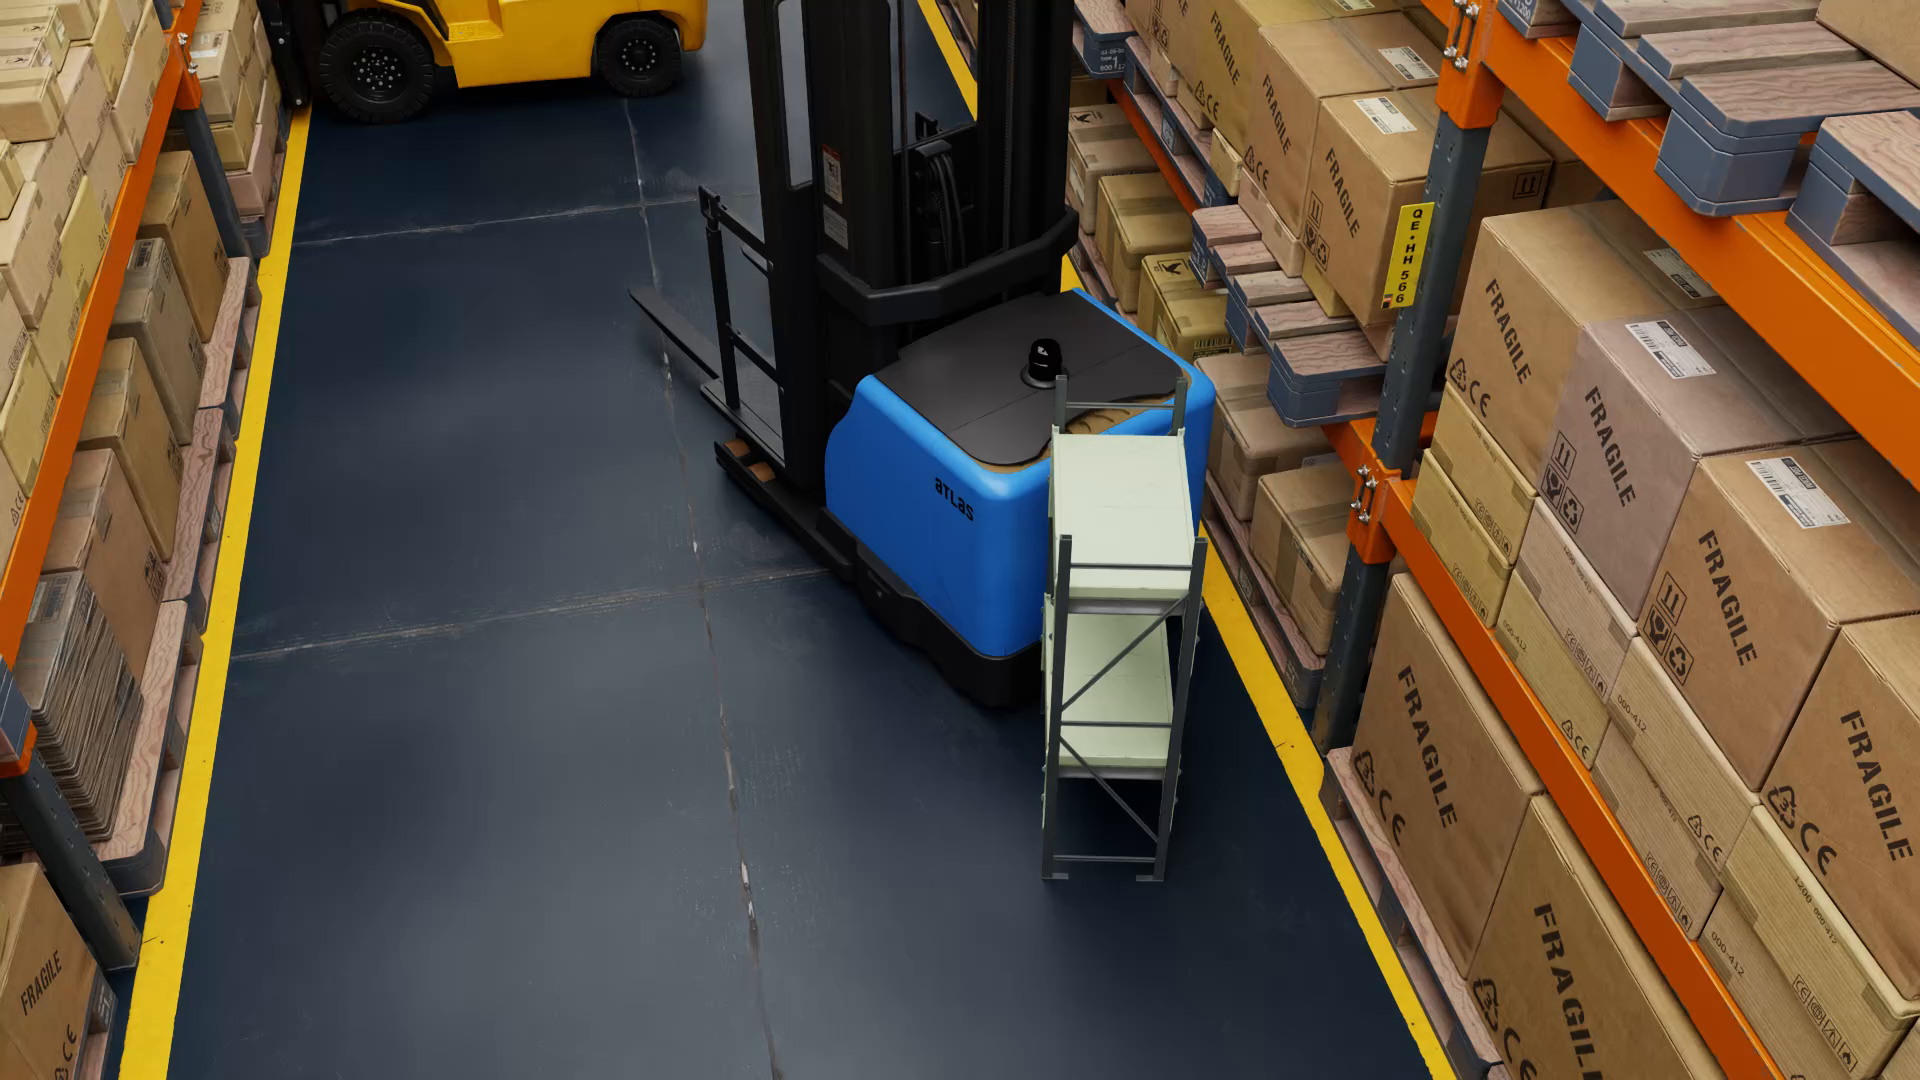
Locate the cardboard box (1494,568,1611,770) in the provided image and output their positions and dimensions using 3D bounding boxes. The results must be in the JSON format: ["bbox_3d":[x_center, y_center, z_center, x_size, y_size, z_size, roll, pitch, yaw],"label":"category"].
[{"bbox_3d":[1.743,0.284,4.283,0.500,0.250,0.500,-9,42,-11],"label":"cardboard box"}]

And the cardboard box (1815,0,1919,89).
[{"bbox_3d":[2.154,-1.157,3.143,0.700,0.500,0.500,-10,43,-11],"label":"cardboard box"}]

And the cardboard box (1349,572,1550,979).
[{"bbox_3d":[1.823,0.642,5.052,0.875,0.875,0.875,-9,42,-10],"label":"cardboard box"}]

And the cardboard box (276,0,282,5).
[{"bbox_3d":[-4.073,-2.989,9.236,0.500,0.250,0.500,-8,42,-9],"label":"cardboard box"}]

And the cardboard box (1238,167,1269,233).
[{"bbox_3d":[1.181,-1.182,5.695,0.380,0.149,0.250,-10,43,-11],"label":"cardboard box"}]

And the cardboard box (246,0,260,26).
[{"bbox_3d":[-3.971,-2.850,8.702,0.500,0.250,0.500,-7,42,-8],"label":"cardboard box"}]

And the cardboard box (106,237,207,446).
[{"bbox_3d":[-3.671,-0.763,6.822,0.875,0.625,0.625,-9,42,-10],"label":"cardboard box"}]

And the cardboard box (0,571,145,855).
[{"bbox_3d":[-3.212,0.583,5.306,0.875,0.625,0.625,-7,42,-8],"label":"cardboard box"}]

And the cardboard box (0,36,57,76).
[{"bbox_3d":[-3.359,-1.601,5.730,0.380,0.149,0.250,-8,42,-9],"label":"cardboard box"}]

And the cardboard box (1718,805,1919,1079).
[{"bbox_3d":[1.926,0.768,3.361,0.500,0.250,0.500,-8,42,-9],"label":"cardboard box"}]

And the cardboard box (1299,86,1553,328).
[{"bbox_3d":[1.386,-1.016,5.019,0.500,0.500,0.500,-9,42,-11],"label":"cardboard box"}]

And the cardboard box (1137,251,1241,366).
[{"bbox_3d":[1.318,-0.967,7.243,0.950,0.372,0.625,-7,42,-8],"label":"cardboard box"}]

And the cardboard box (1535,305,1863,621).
[{"bbox_3d":[1.739,-0.192,3.878,0.500,0.500,0.500,-8,42,-9],"label":"cardboard box"}]

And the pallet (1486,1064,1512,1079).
[{"bbox_3d":[2.112,1.899,4.452,1.003,0.211,1.213,-8,42,-9],"label":"pallet"}]

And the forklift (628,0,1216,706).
[{"bbox_3d":[-0.375,-1.431,6.154,1.130,2.935,3.031,-26,48,-27],"label":"forklift"}]

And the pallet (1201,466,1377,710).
[{"bbox_3d":[1.588,0.081,6.500,1.003,0.211,1.213,-8,42,-9],"label":"pallet"}]

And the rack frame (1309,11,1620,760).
[{"bbox_3d":[1.755,-0.455,5.003,1.000,3.000,0.127,-8,42,-9],"label":"rack frame"}]

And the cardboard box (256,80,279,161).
[{"bbox_3d":[-3.860,-2.151,8.669,0.500,0.250,0.500,-9,42,-10],"label":"cardboard box"}]

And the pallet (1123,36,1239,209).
[{"bbox_3d":[1.288,-1.661,6.506,1.003,0.211,1.213,-8,42,-9],"label":"pallet"}]

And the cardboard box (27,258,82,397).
[{"bbox_3d":[-3.170,-0.668,5.356,0.500,0.250,0.500,-10,42,-11],"label":"cardboard box"}]

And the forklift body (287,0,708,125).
[{"bbox_3d":[-2.627,-3.642,9.233,2.313,2.155,1.214,-8,42,-9],"label":"forklift body"}]

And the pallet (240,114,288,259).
[{"bbox_3d":[-4.085,-1.813,8.634,1.003,0.211,1.213,-8,42,-9],"label":"pallet"}]

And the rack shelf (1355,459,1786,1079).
[{"bbox_3d":[2.187,1.110,3.782,1.077,0.370,4.000,-8,42,-9],"label":"rack shelf"}]

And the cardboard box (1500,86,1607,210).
[{"bbox_3d":[1.884,-1.086,5.098,0.500,0.500,0.500,-9,42,-10],"label":"cardboard box"}]

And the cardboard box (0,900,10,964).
[{"bbox_3d":[-2.737,1.077,4.355,0.380,0.149,0.250,-10,43,-11],"label":"cardboard box"}]

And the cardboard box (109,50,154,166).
[{"bbox_3d":[-3.476,-1.664,6.478,0.500,0.250,0.500,-9,42,-10],"label":"cardboard box"}]

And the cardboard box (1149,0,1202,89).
[{"bbox_3d":[1.036,-2.030,6.162,0.500,0.500,0.500,-10,43,-11],"label":"cardboard box"}]

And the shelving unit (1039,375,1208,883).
[{"bbox_3d":[0.480,0.314,5.267,0.431,1.500,0.755,1,42,1],"label":"shelving unit"}]

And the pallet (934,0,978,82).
[{"bbox_3d":[0.445,-3.228,10.228,1.003,0.211,1.213,-8,42,-9],"label":"pallet"}]

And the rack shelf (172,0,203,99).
[{"bbox_3d":[-4.386,-3.362,8.820,1.077,0.370,4.000,-8,42,-9],"label":"rack shelf"}]

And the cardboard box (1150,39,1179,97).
[{"bbox_3d":[0.957,-1.859,6.458,0.380,0.149,0.250,-7,42,-8],"label":"cardboard box"}]

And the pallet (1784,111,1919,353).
[{"bbox_3d":[2.190,-0.372,2.793,1.003,0.211,1.213,-7,42,-7],"label":"pallet"}]

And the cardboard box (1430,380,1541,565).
[{"bbox_3d":[1.623,-0.222,4.477,0.500,0.250,0.500,-9,42,-10],"label":"cardboard box"}]

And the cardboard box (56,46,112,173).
[{"bbox_3d":[-3.376,-1.519,5.938,0.500,0.250,0.500,-8,42,-8],"label":"cardboard box"}]

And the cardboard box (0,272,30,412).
[{"bbox_3d":[-3.055,-0.520,4.813,0.500,0.250,0.500,-7,42,-8],"label":"cardboard box"}]

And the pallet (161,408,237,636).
[{"bbox_3d":[-3.490,-0.027,6.622,1.003,0.211,1.213,-8,42,-9],"label":"pallet"}]

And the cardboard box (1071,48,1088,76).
[{"bbox_3d":[0.502,-2.802,8.838,0.500,0.500,0.500,-9,42,-10],"label":"cardboard box"}]

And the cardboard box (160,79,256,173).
[{"bbox_3d":[-3.757,-2.008,8.131,0.500,0.250,0.500,-9,42,-9],"label":"cardboard box"}]

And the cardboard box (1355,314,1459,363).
[{"bbox_3d":[1.455,-0.697,5.149,0.380,0.149,0.250,-7,42,-8],"label":"cardboard box"}]

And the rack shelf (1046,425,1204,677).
[{"bbox_3d":[0.481,0.022,5.008,0.431,0.370,0.720,1,42,1],"label":"rack shelf"}]

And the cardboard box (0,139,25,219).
[{"bbox_3d":[-3.161,-1.106,5.172,0.380,0.149,0.250,-8,42,-8],"label":"cardboard box"}]

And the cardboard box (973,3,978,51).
[{"bbox_3d":[0.377,-2.865,9.473,0.500,0.250,0.500,-9,42,-10],"label":"cardboard box"}]
